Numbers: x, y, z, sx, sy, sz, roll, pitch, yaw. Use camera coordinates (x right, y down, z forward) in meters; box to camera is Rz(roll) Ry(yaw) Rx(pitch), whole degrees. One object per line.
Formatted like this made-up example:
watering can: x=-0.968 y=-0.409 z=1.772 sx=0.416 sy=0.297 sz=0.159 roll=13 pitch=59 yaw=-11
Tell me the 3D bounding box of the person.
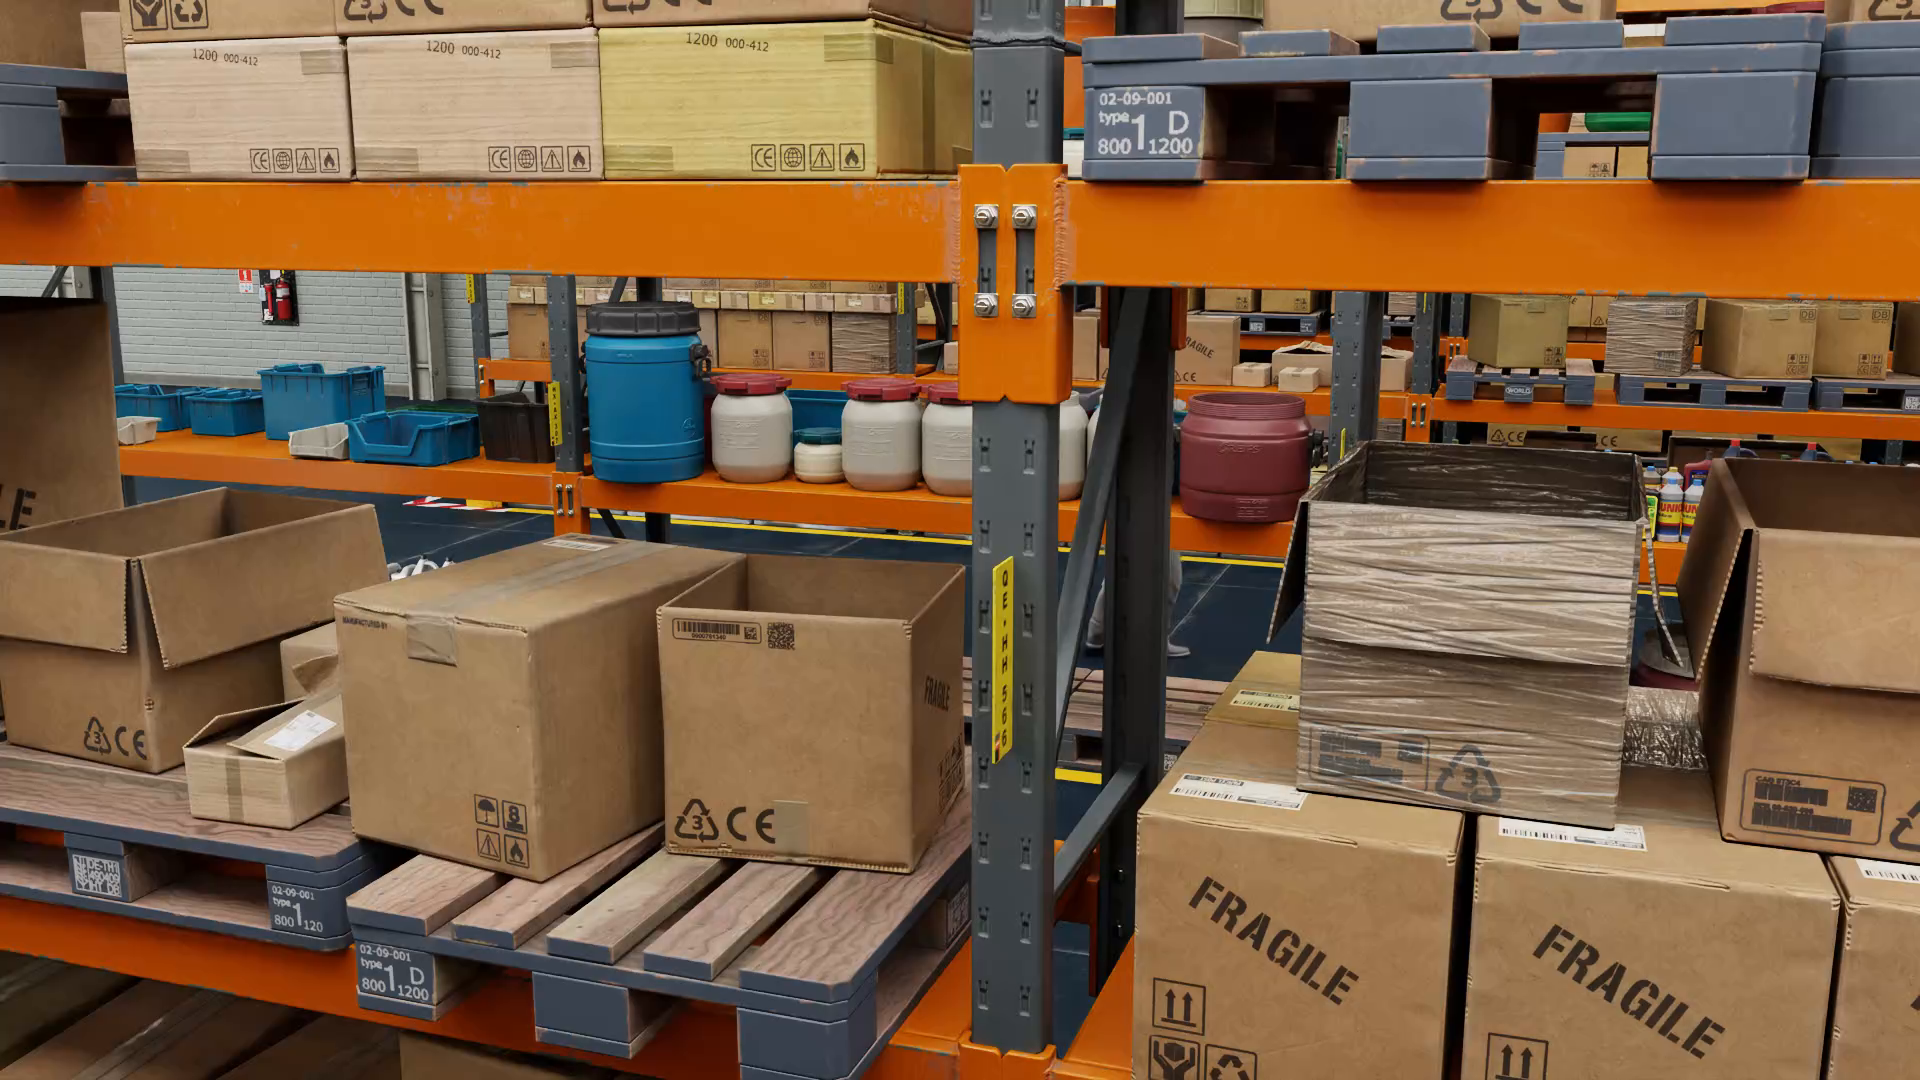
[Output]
person: x=1.077 y=-0.110 z=9.993 sx=0.597 sy=1.653 sz=0.560 roll=-3 pitch=12 yaw=-16
